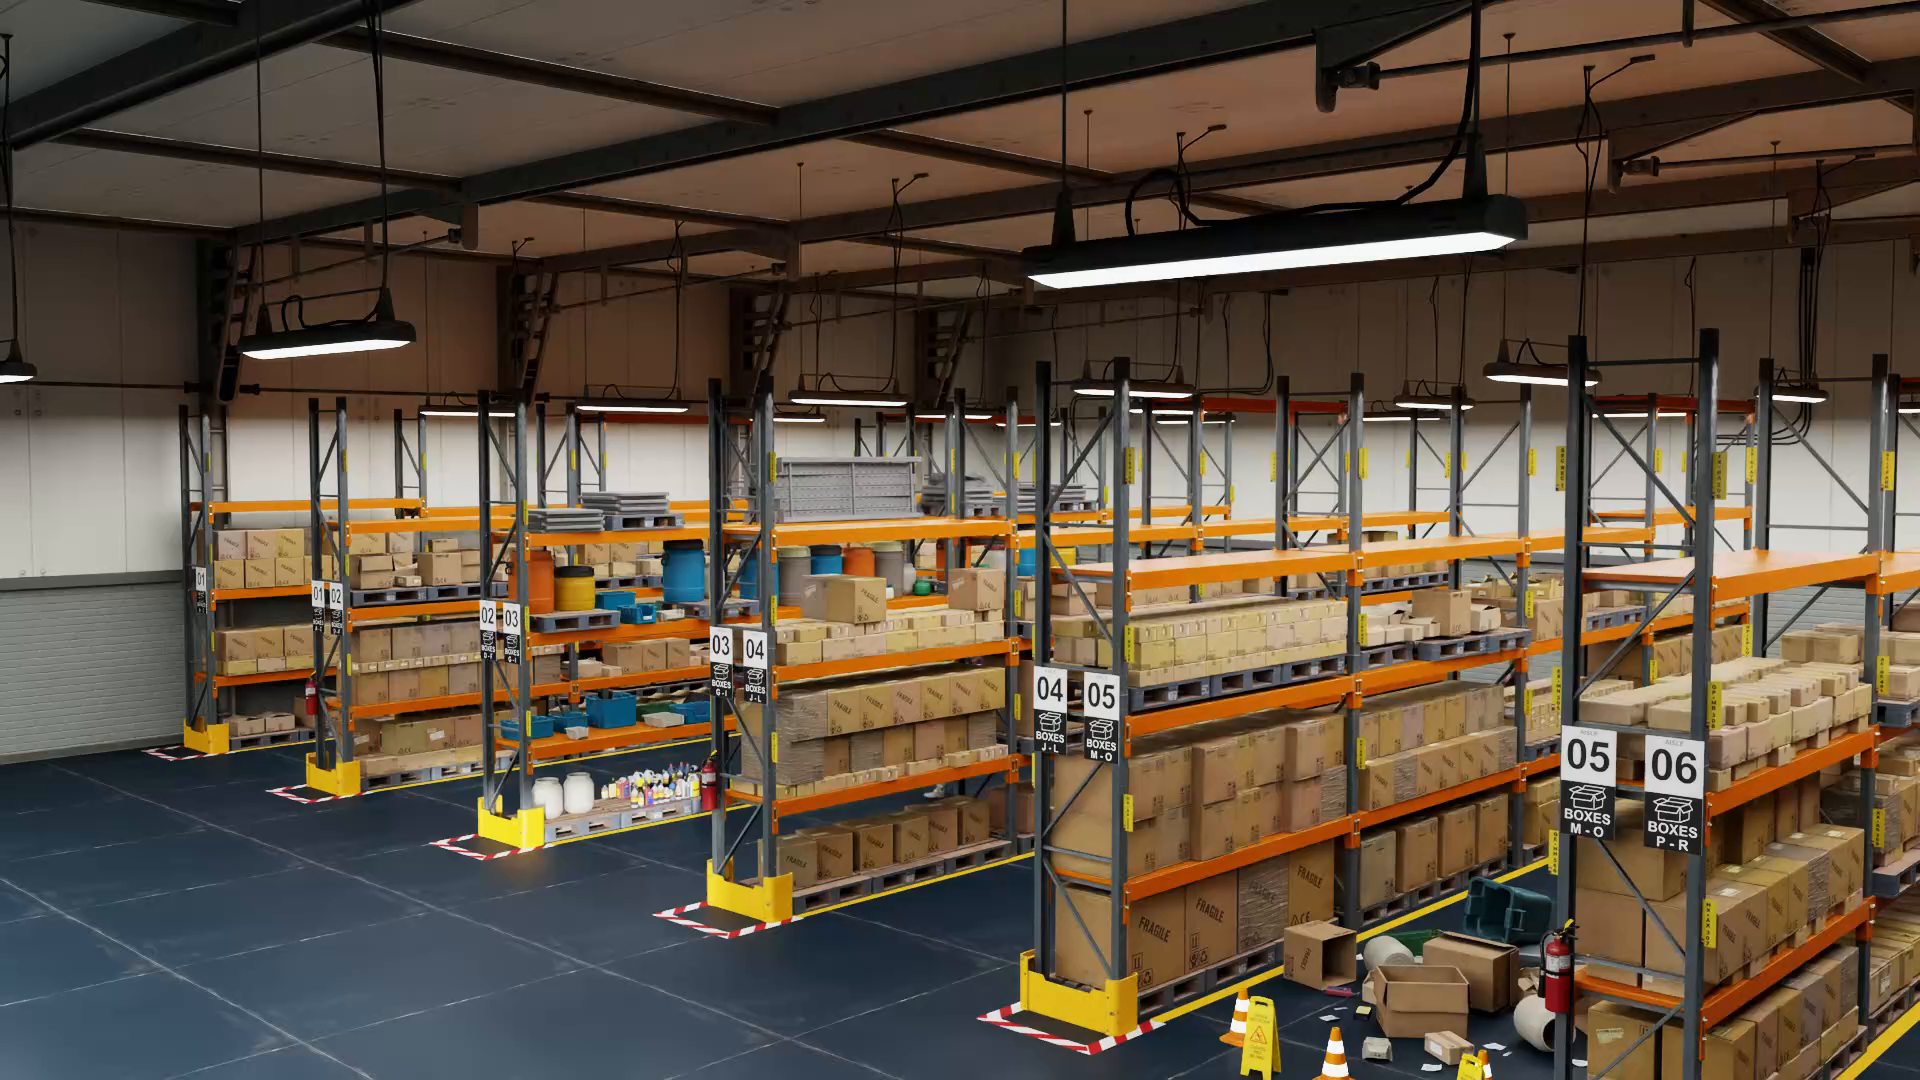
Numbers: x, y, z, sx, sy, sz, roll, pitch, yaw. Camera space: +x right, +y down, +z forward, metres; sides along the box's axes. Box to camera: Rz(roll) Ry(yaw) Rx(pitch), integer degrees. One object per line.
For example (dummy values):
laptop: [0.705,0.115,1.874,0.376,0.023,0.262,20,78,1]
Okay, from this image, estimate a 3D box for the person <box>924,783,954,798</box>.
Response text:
person: [-0.213,2.941,24.895,0.419,1.790,0.630,2,4,35]

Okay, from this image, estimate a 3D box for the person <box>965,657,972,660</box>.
person: [0.493,2.180,40.347,0.612,1.733,1.028,-2,3,-31]

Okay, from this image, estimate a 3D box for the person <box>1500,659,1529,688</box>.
person: [10.552,2.599,31.750,1.072,1.728,0.571,0,3,-9]
